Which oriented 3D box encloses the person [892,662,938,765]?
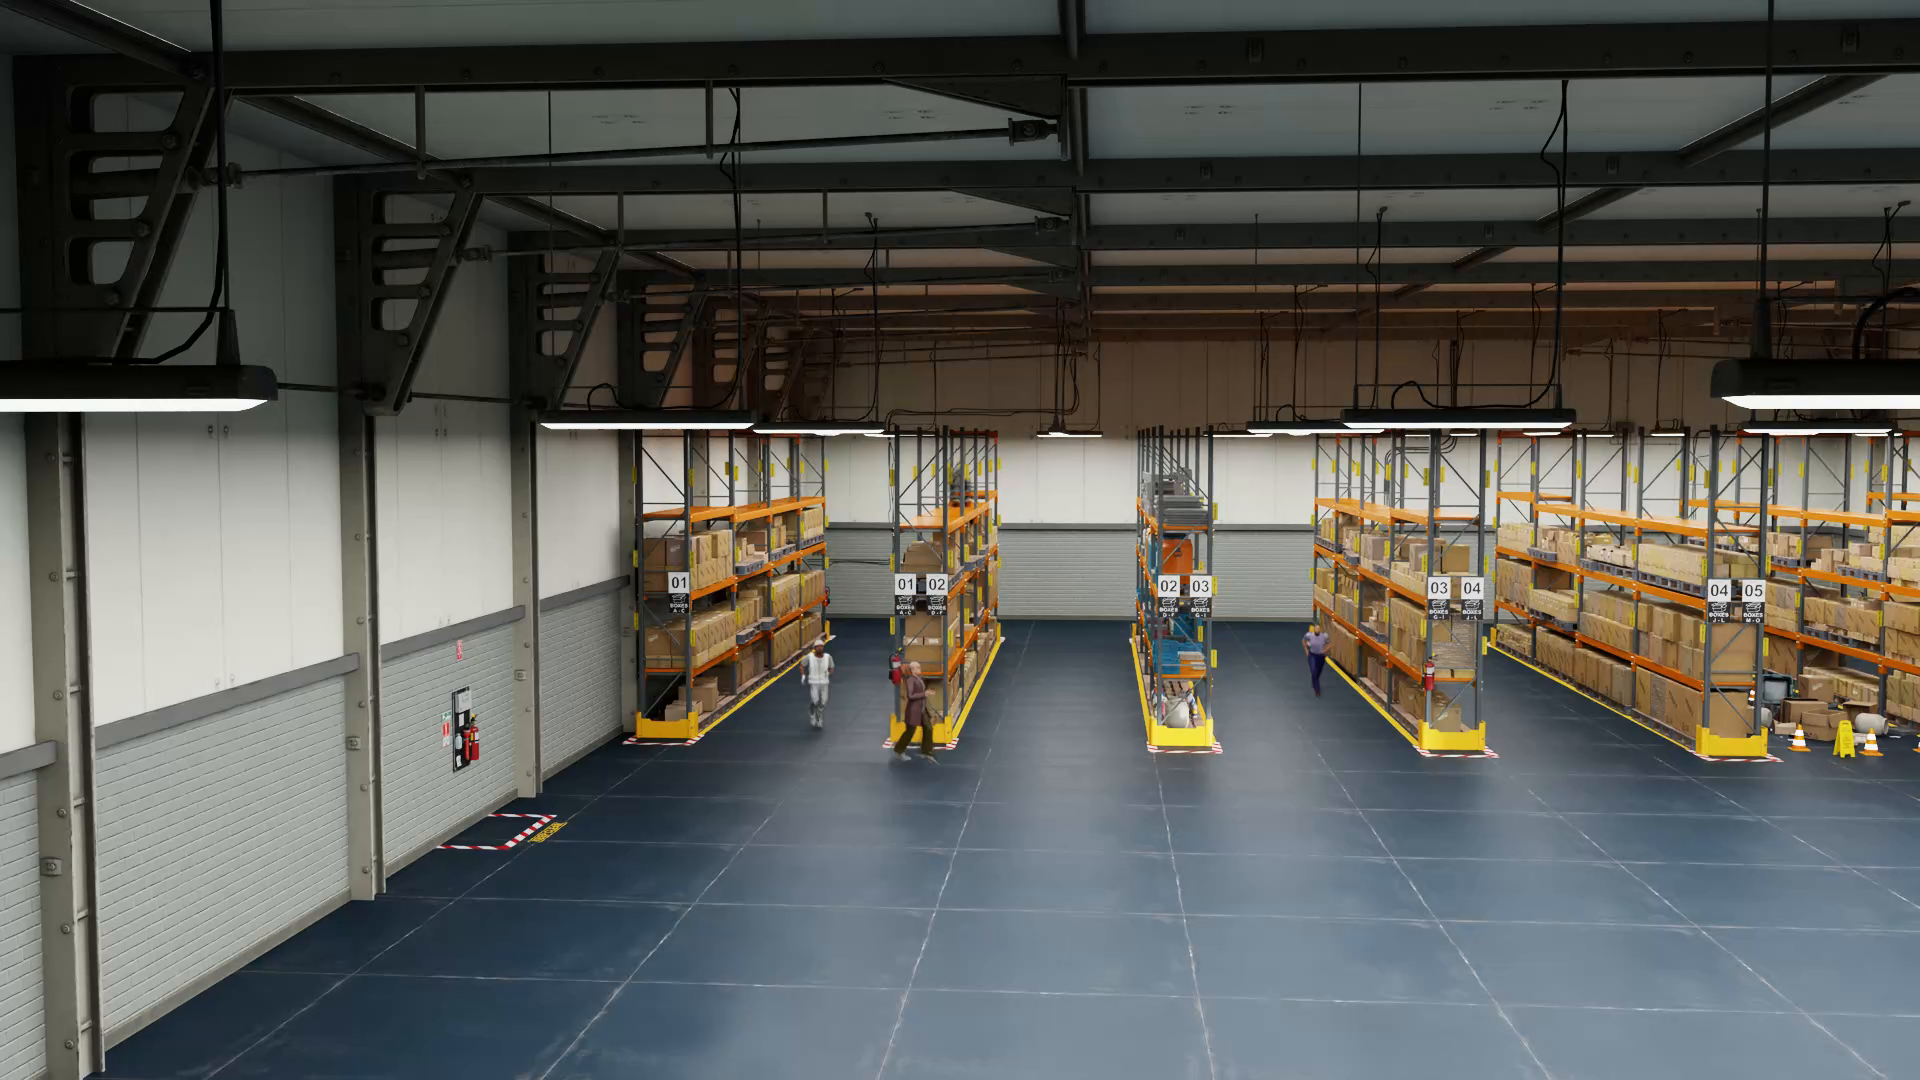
[{"bbox_3d":[-0.807,3.062,29.377,0.850,1.840,0.693,1,4,23],"label":"person"}]

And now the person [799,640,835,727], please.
[{"bbox_3d":[-2.800,2.852,32.956,0.673,1.740,0.634,-1,4,-16],"label":"person"}]

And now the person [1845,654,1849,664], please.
[{"bbox_3d":[22.254,2.374,42.253,0.519,1.694,0.799,0,3,-6],"label":"person"}]

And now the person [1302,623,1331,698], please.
[{"bbox_3d":[8.023,2.676,37.434,0.609,1.651,1.063,0,3,0],"label":"person"}]
